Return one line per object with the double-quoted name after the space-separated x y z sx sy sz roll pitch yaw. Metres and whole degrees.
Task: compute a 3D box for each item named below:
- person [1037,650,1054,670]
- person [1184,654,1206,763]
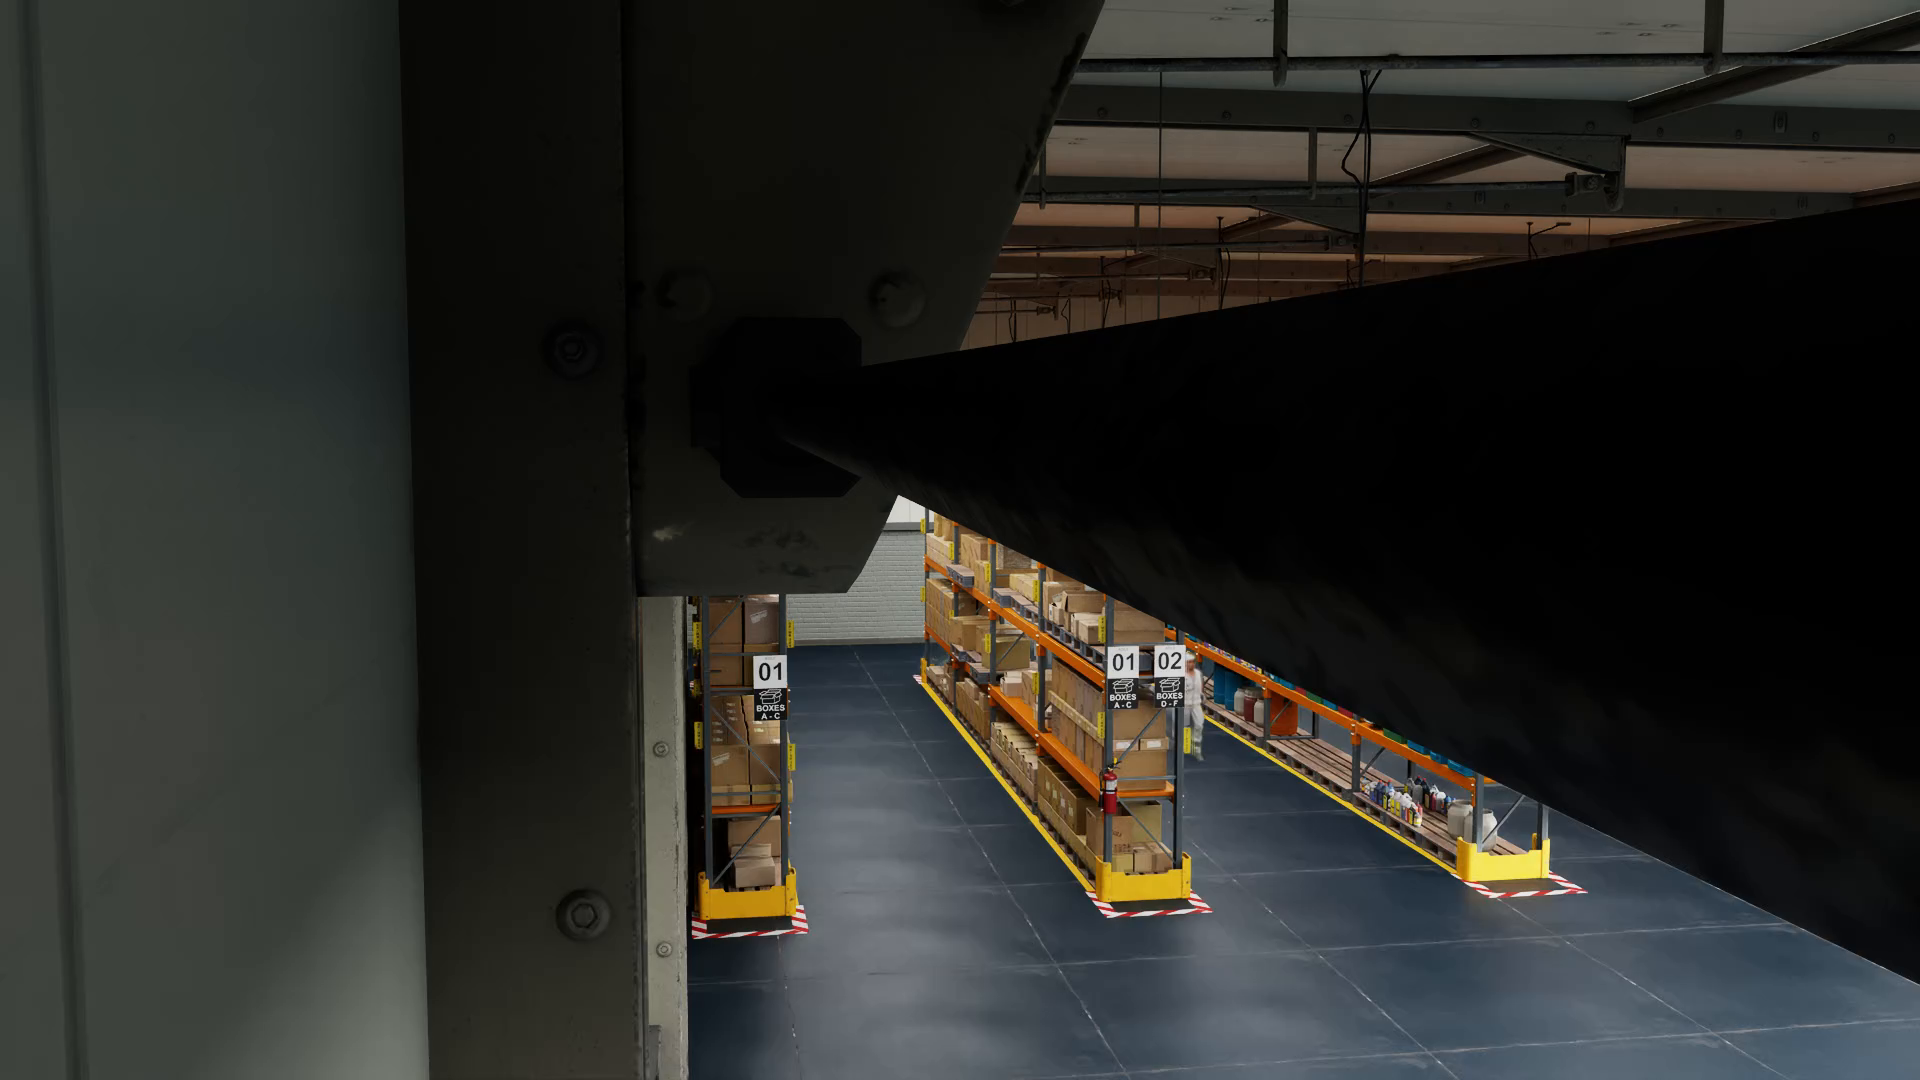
1.804 2.340 35.622 0.553 1.690 0.906 -1 5 -15 "person"
3.981 2.865 28.807 0.636 1.789 0.843 -1 5 -12 "person"
